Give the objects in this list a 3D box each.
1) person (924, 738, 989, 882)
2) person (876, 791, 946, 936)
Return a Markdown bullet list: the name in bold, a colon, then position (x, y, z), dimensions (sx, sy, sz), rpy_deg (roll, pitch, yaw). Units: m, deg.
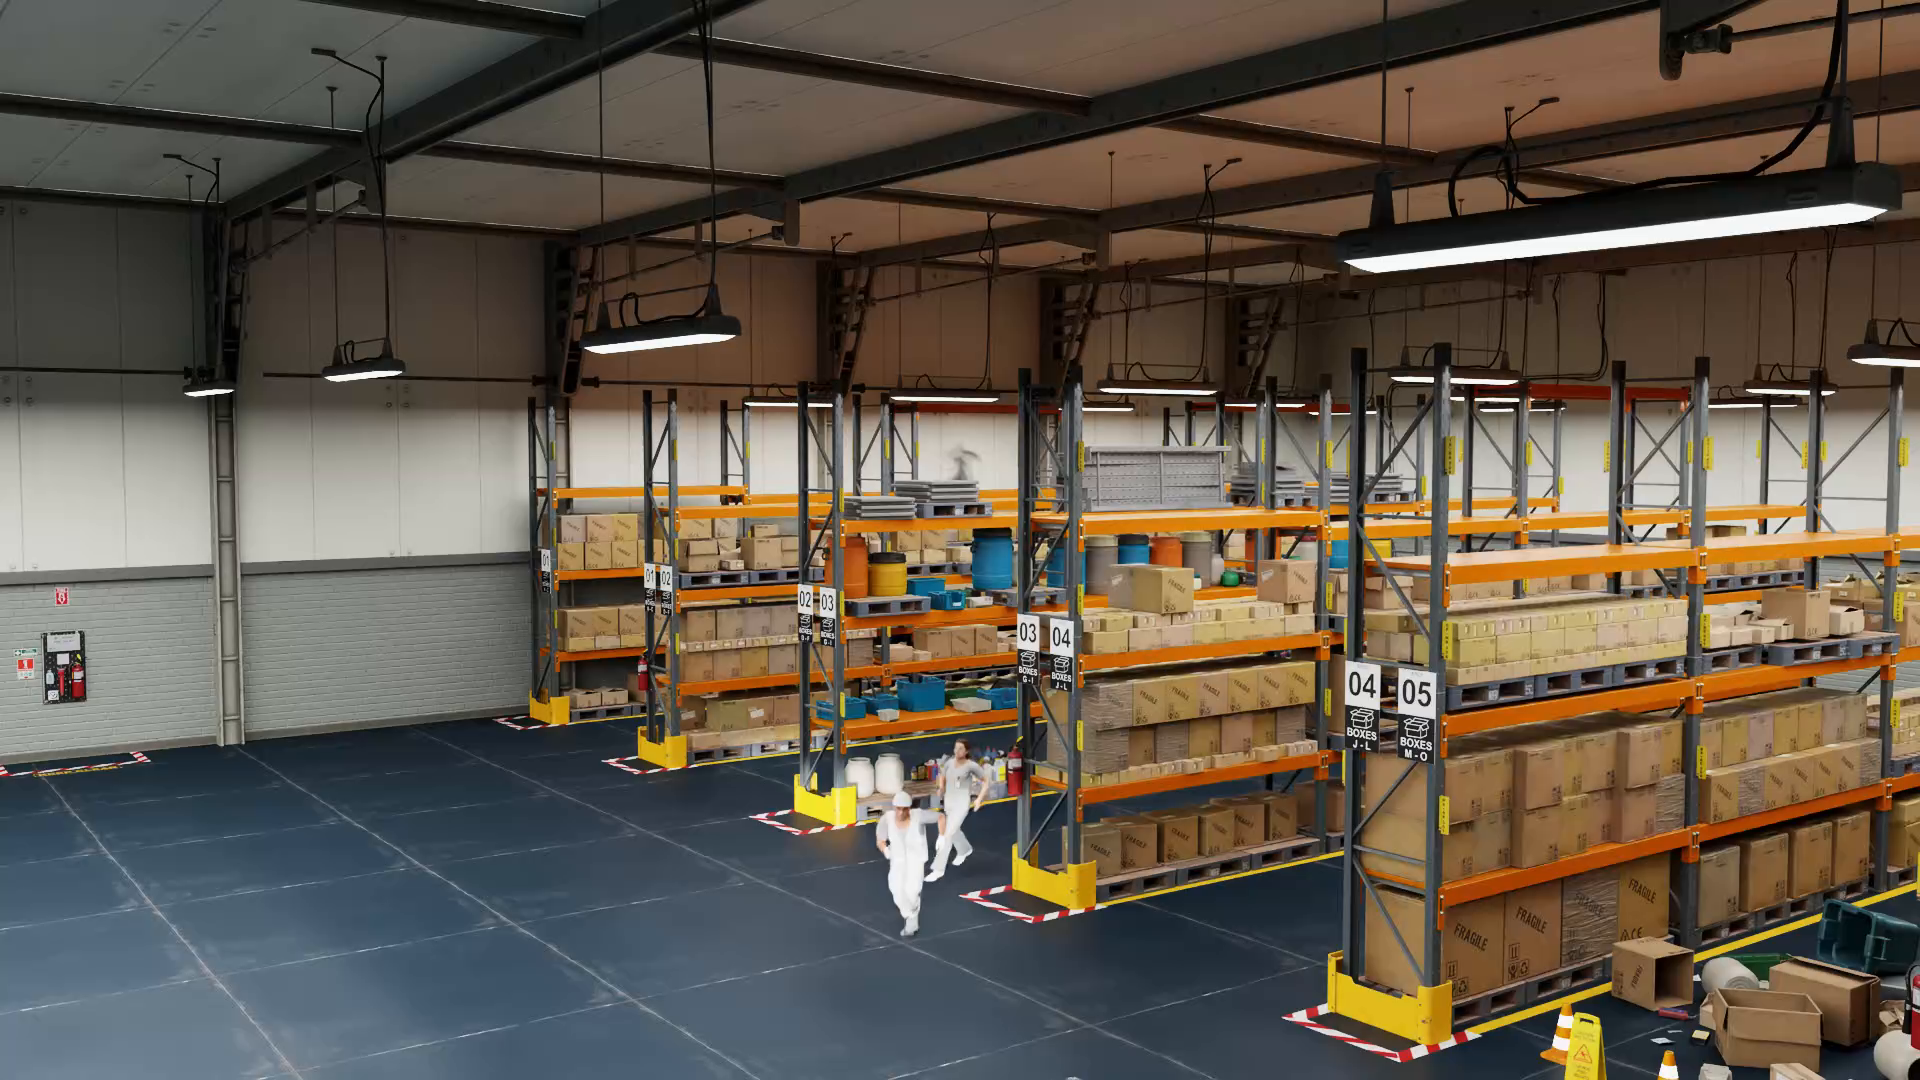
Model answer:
- **person**: position (-0.028, 3.151, 19.655), dimensions (0.613, 1.637, 1.002), rpy_deg (3, 4, 39)
- **person**: position (-0.505, 3.341, 17.093), dimensions (0.696, 1.618, 0.890), rpy_deg (1, 3, 9)
